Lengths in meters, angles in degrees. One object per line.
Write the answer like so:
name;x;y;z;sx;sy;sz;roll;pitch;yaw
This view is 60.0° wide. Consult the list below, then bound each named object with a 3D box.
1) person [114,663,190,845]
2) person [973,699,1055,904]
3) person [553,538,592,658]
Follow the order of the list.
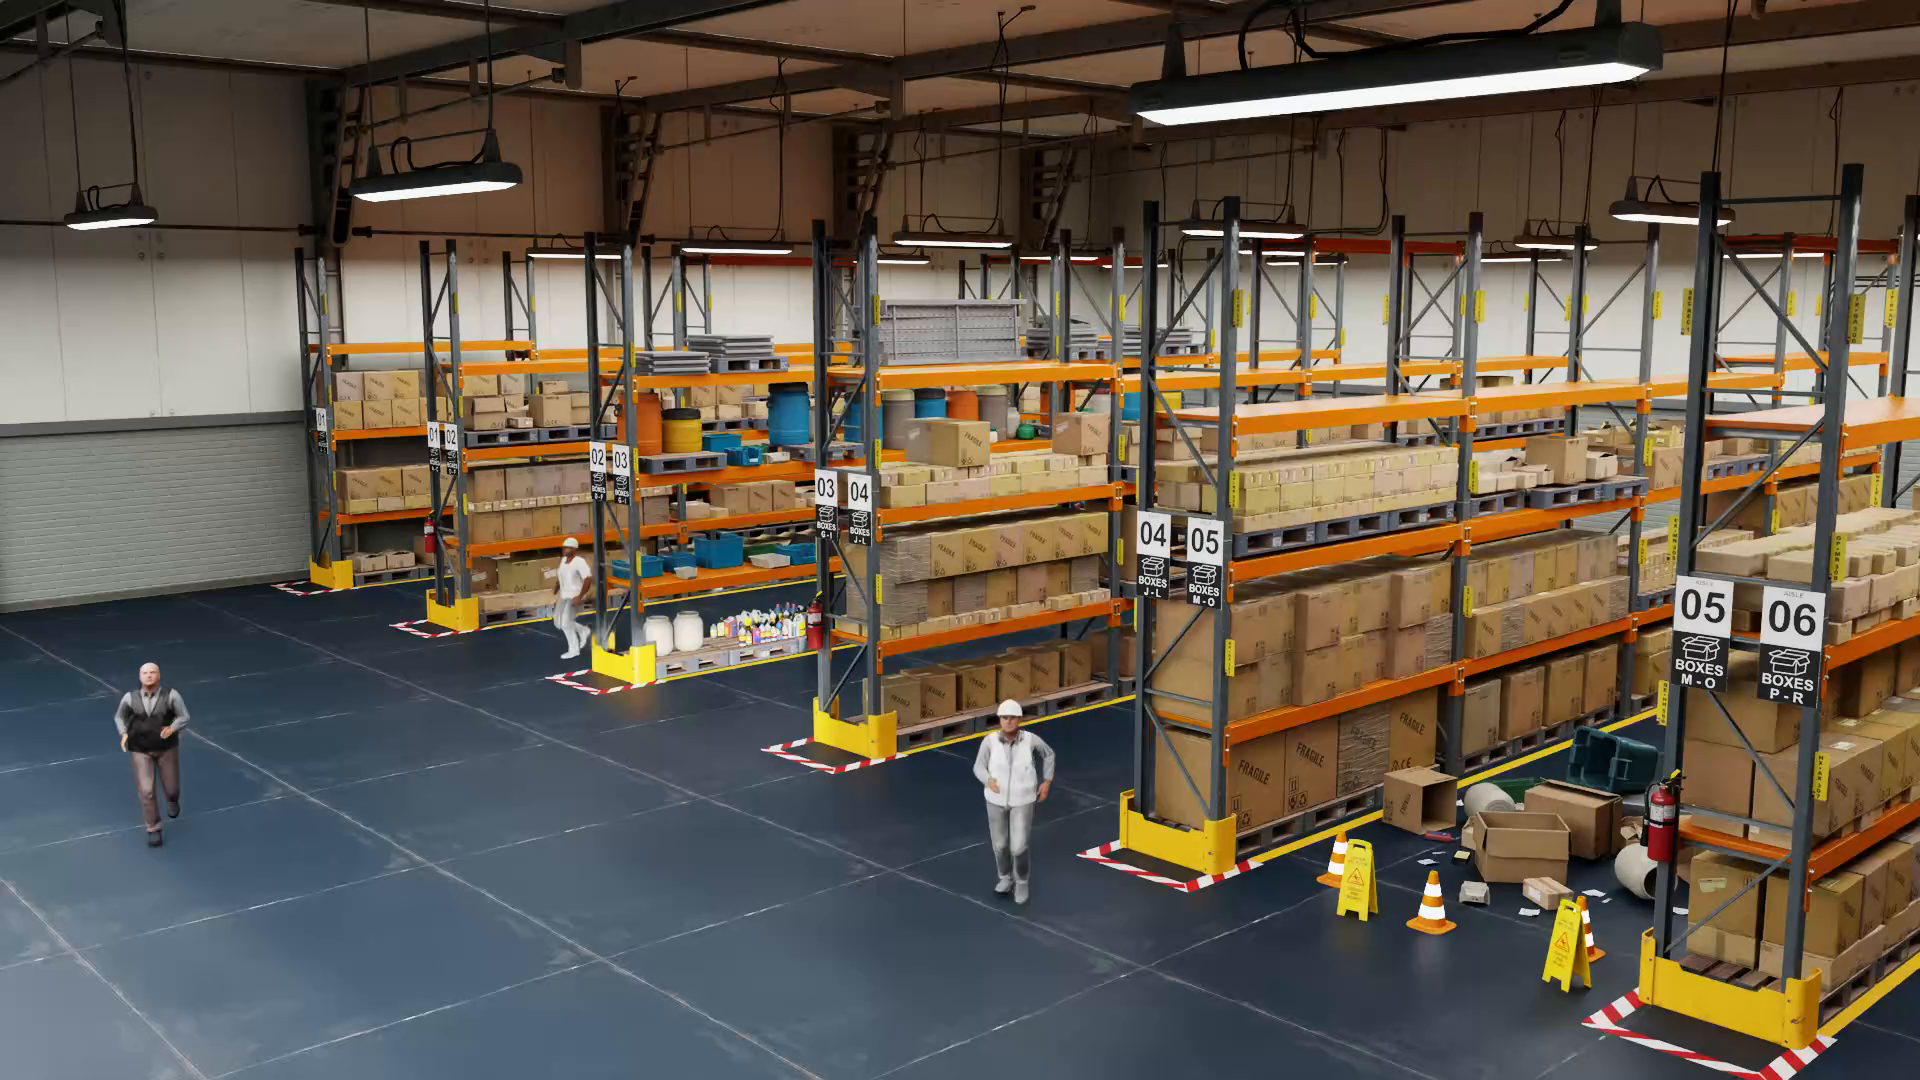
person;-7.723;2.011;15.931;0.668;1.689;0.803;-3;9;-22
person;0.449;2.249;14.175;0.681;1.807;0.707;1;8;8
person;-5.576;0.823;23.938;0.551;1.728;0.734;-7;11;-40
